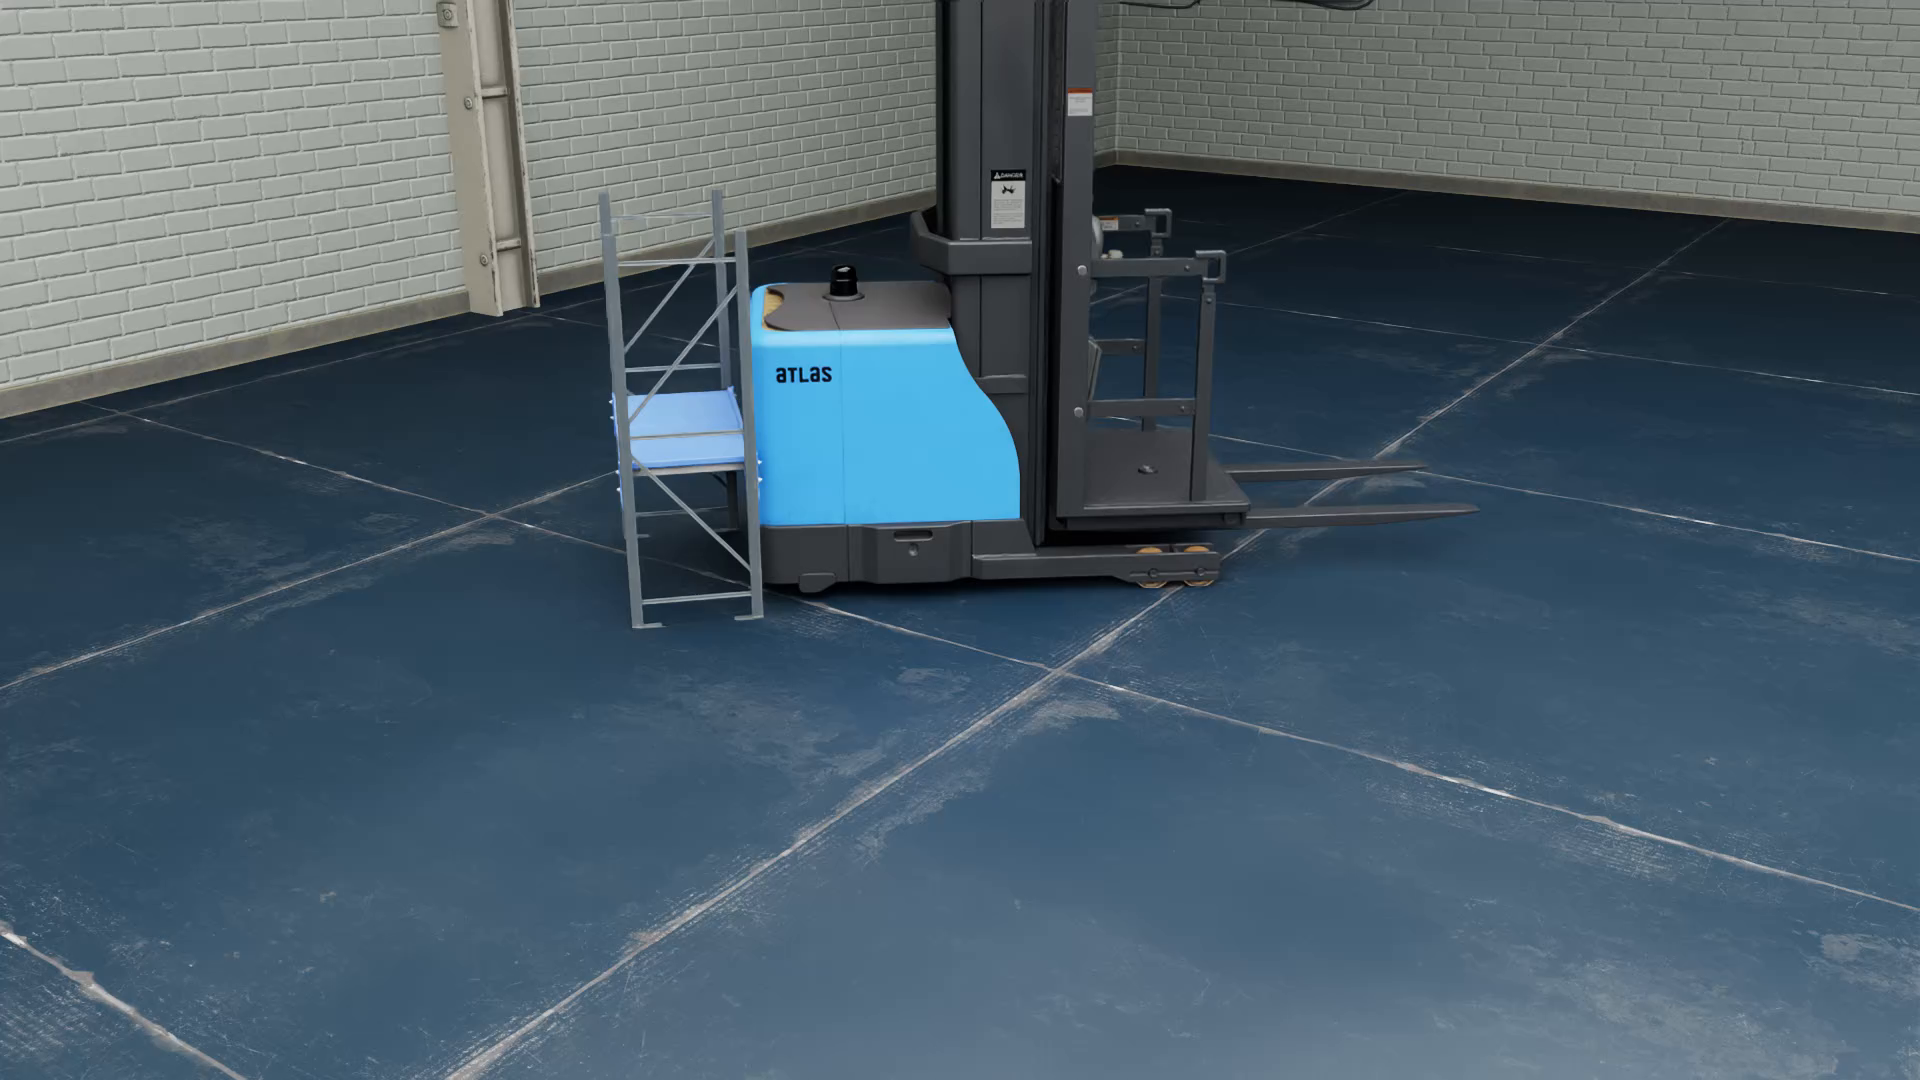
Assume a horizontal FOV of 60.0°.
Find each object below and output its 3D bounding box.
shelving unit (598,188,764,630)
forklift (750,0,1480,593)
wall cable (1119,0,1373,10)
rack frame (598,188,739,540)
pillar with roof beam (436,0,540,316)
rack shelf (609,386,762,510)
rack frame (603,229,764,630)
[{"bbox_3d":[-1.117,-0.556,6.607,0.538,1.500,1.048,-4,21,-12],"label":"shelving unit"},{"bbox_3d":[0.641,-1.357,6.709,3.031,2.935,1.130,-2,20,-5],"label":"forklift"},{"bbox_3d":[2.932,-6.693,16.864,3.097,2.526,0.112,13,24,32],"label":"wall cable"},{"bbox_3d":[-1.227,-0.729,7.073,0.500,1.500,0.032,-4,21,-12],"label":"rack frame"},{"bbox_3d":[0.370,-5.001,7.814,9.100,9.000,0.400,13,24,32],"label":"pillar with roof beam"},{"bbox_3d":[-1.117,-0.388,6.670,0.538,0.185,1.000,-4,21,-12],"label":"rack shelf"},{"bbox_3d":[-1.007,-0.384,6.142,0.500,1.500,0.032,-4,21,-12],"label":"rack frame"}]
